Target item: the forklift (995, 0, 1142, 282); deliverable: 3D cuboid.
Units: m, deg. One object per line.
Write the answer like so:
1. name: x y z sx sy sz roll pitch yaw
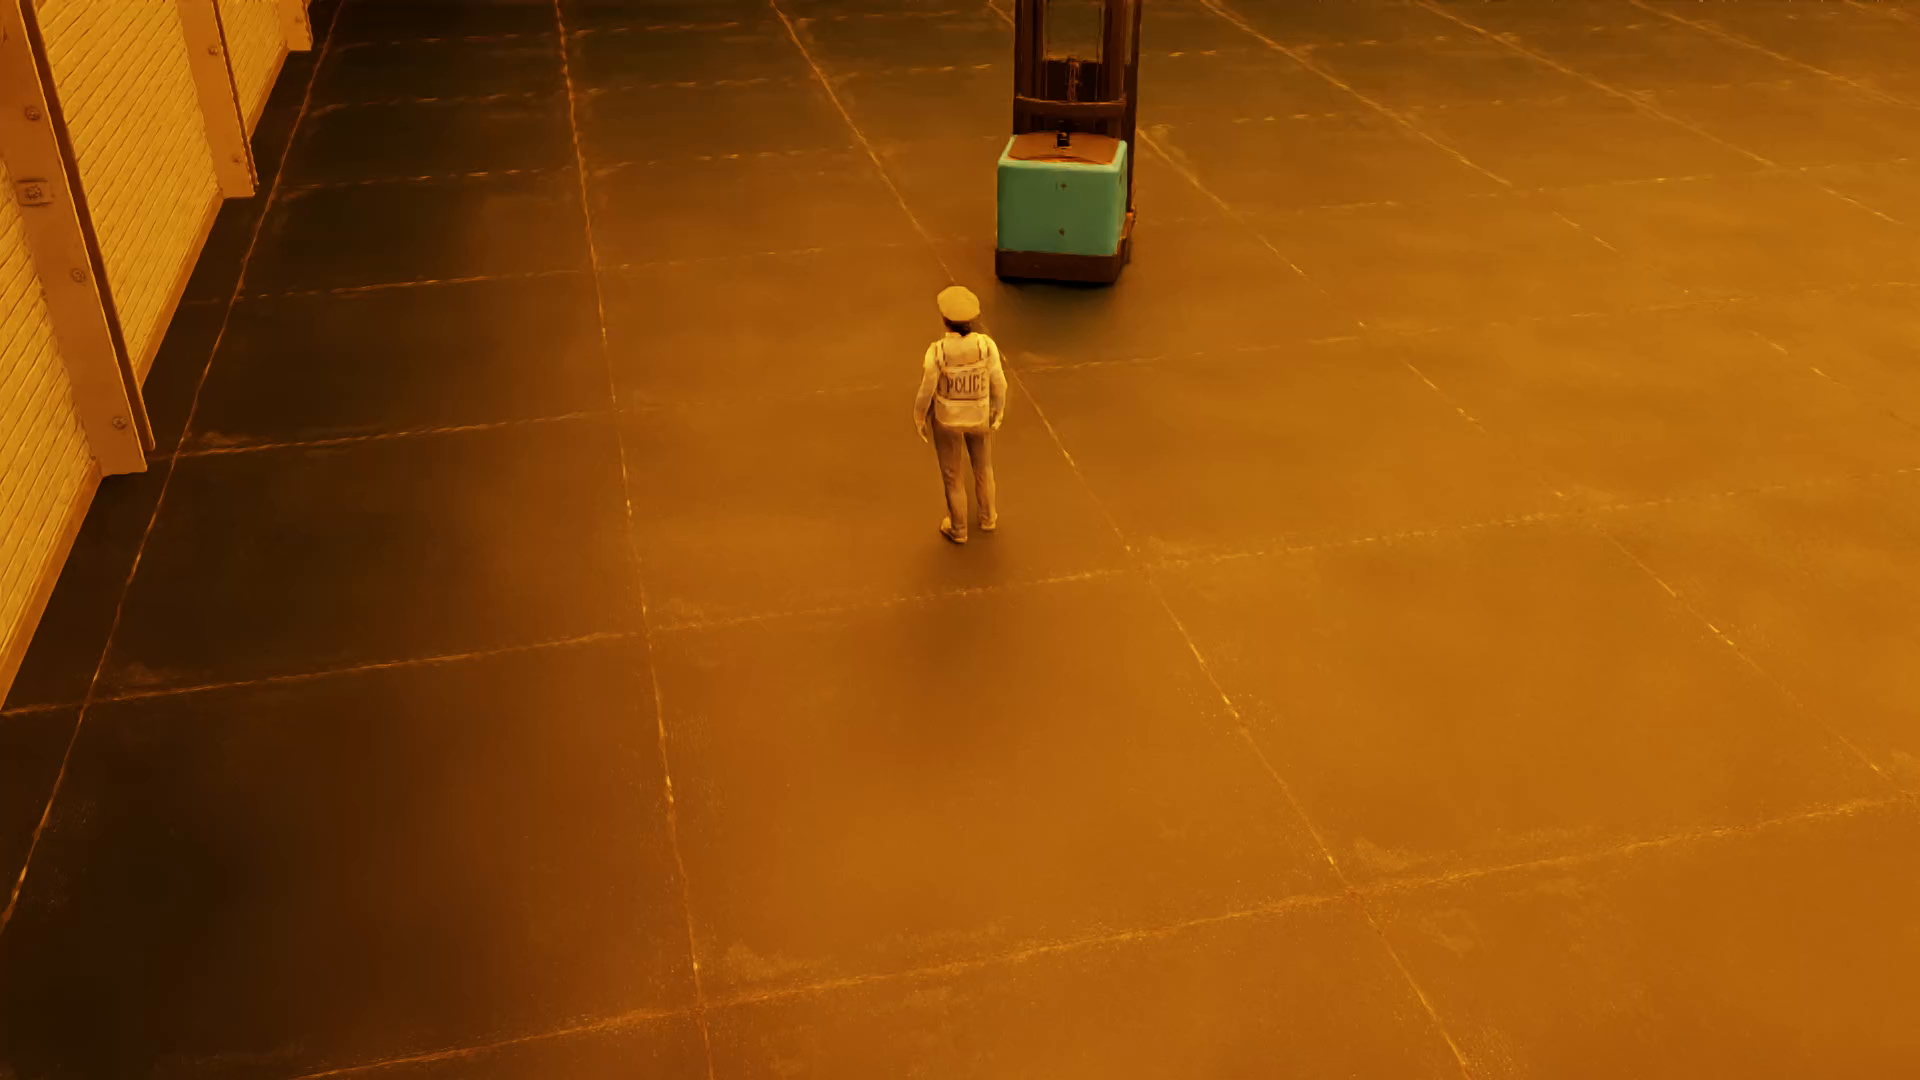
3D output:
1. forklift: 1.059 -4.180 14.795 1.130 2.935 3.031 5 30 9

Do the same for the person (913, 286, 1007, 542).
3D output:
1. person: -0.009 -0.773 10.130 0.586 1.695 0.532 -7 31 -12
